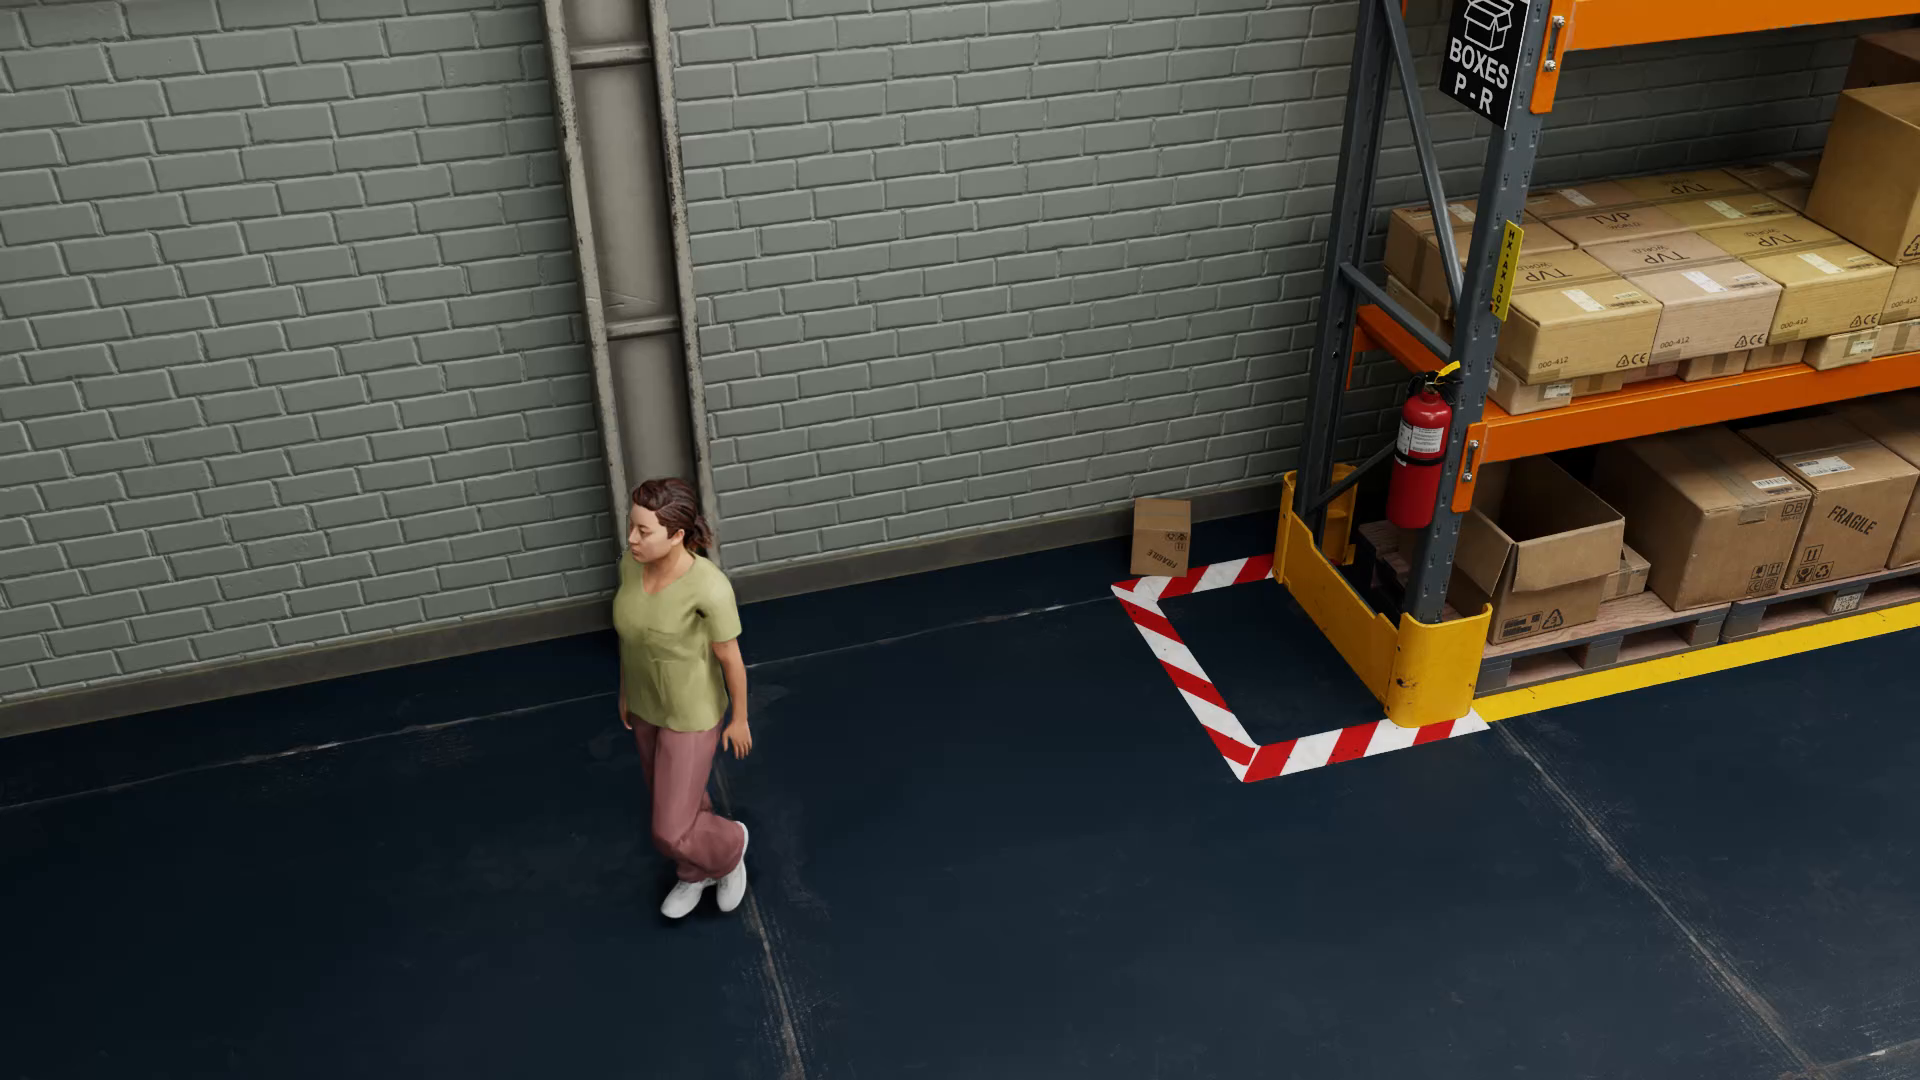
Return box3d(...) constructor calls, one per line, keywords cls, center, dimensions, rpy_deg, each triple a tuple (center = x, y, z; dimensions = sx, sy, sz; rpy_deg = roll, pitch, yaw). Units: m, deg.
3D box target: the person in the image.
box3d(cls="person", center=(-0.923, 0.668, 5.336), dimensions=(0.479, 1.408, 0.452), rpy_deg=(22, 40, 29))
